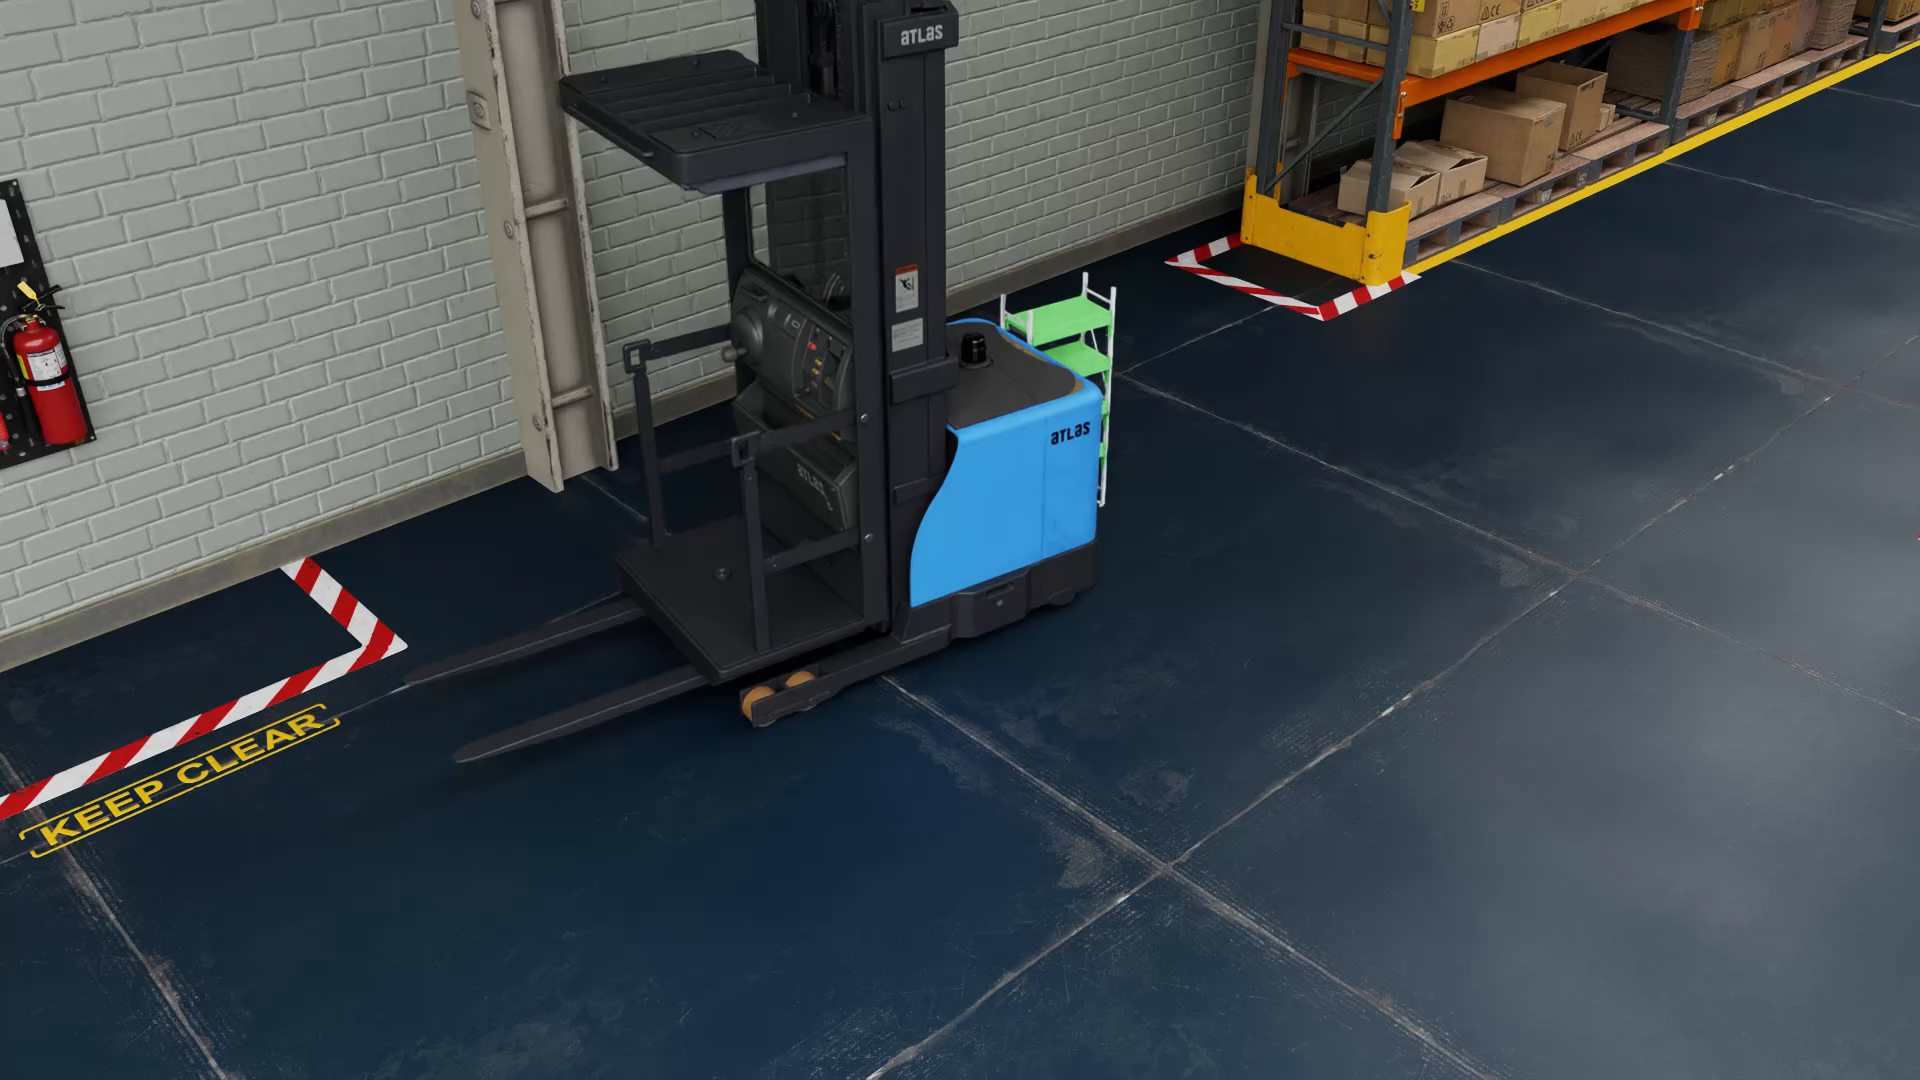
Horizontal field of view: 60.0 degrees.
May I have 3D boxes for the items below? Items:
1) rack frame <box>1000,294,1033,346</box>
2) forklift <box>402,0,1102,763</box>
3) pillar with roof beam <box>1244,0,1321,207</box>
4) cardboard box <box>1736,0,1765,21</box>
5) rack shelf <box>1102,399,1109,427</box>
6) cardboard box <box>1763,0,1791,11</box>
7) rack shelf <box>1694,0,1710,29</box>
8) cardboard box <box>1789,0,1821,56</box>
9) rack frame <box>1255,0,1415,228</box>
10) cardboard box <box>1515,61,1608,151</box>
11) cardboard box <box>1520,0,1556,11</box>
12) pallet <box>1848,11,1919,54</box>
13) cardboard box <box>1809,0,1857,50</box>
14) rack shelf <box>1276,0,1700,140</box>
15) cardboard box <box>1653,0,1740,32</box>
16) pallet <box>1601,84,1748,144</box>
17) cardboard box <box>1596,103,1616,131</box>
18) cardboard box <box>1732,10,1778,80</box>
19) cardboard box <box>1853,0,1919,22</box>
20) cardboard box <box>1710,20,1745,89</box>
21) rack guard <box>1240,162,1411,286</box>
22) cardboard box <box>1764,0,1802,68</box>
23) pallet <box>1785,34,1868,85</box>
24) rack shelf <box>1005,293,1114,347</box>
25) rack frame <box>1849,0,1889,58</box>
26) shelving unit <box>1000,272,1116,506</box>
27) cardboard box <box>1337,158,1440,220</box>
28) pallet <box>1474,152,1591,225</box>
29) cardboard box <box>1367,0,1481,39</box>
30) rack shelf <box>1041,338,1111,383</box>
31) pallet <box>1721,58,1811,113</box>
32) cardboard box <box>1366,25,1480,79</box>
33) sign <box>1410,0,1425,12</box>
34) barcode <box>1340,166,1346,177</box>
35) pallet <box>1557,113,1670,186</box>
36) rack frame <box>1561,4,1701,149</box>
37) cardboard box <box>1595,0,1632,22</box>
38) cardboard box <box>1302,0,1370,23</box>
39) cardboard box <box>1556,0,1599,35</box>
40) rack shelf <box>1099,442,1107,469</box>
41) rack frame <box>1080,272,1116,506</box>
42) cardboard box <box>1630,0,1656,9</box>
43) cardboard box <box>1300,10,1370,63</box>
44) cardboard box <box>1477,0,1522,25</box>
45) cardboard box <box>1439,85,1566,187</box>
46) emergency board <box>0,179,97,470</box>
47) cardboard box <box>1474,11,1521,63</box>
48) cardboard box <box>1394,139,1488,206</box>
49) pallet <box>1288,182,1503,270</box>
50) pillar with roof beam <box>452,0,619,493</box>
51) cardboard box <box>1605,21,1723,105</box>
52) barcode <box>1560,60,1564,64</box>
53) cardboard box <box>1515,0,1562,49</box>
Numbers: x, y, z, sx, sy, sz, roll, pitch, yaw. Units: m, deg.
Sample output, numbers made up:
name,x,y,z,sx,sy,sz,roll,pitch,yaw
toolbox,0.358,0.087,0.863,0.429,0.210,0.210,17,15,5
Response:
name,x,y,z,sx,sy,sz,roll,pitch,yaw
rack frame,0.264,-0.597,8.077,0.015,1.200,0.240,-19,36,-28
forklift,-0.868,-0.783,6.721,3.031,2.935,1.130,-19,36,-28
pillar with roof beam,5.262,-4.694,7.300,0.400,9.000,9.100,-26,40,-35
cardboard box,6.570,-4.673,14.273,0.500,0.250,0.500,-27,41,-37
rack shelf,0.467,-0.614,8.226,0.480,0.148,0.258,-19,36,-28
cardboard box,6.949,-4.843,14.551,0.500,0.250,0.500,-26,40,-36
rack shelf,6.809,-5.024,14.280,4.000,0.370,1.077,-26,40,-35
cardboard box,7.326,-4.748,15.113,0.500,0.500,0.700,-26,40,-36
rack frame,2.409,-3.202,10.612,0.127,3.000,1.000,-26,40,-35
cardboard box,4.609,-3.359,12.842,0.500,0.500,0.500,26,40,35
cardboard box,3.716,-3.873,11.115,0.500,0.500,0.500,-27,41,-37
pallet,8.905,-5.101,16.390,1.213,0.211,1.003,-26,40,-35
cardboard box,7.783,-4.886,15.339,0.500,0.500,0.700,-25,39,-35
rack shelf,3.876,-3.605,11.959,4.000,0.370,1.077,-26,40,-35
cardboard box,6.192,-4.487,13.968,0.500,0.250,0.500,-27,40,-36
pallet,5.912,-3.708,14.112,1.213,0.211,1.003,-26,40,-35
cardboard box,4.971,-3.399,13.227,0.380,0.166,0.250,23,38,33
cardboard box,6.617,-4.378,14.508,0.500,0.500,0.700,-25,40,-35
cardboard box,8.904,-5.513,16.048,0.750,0.750,0.750,-26,40,-36
cardboard box,6.216,-4.212,14.238,0.500,0.500,0.700,-27,40,-36
rack guard,2.465,-2.163,11.308,0.348,0.500,1.175,-26,40,-35
cardboard box,6.981,-4.560,14.807,0.500,0.500,0.700,-26,40,-36
pallet,7.702,-4.574,15.527,1.213,0.211,1.003,-26,40,-35
rack shelf,0.467,-1.023,7.975,0.480,0.148,0.258,-19,36,-28
rack frame,8.276,-6.040,15.252,0.127,3.000,1.000,-26,40,-35
shelving unit,0.467,-0.668,8.192,0.503,1.200,0.258,-19,36,-28
cardboard box,2.978,-2.454,11.543,0.500,0.311,0.500,24,39,34
pallet,3.979,-2.745,12.536,1.213,0.211,1.003,-26,40,-35
cardboard box,2.964,-3.521,10.539,0.500,0.500,0.500,-26,40,-35
rack shelf,0.467,-0.818,8.100,0.480,0.148,0.258,-19,36,-28
pallet,6.807,-4.143,14.823,1.213,0.211,1.003,-26,40,-35
cardboard box,2.983,-3.198,10.730,0.500,0.250,0.500,-27,41,-37
sign,2.778,-3.364,10.046,0.005,0.325,0.100,-26,40,-35
barcode,2.719,-2.617,11.802,0.075,0.075,0.001,-26,40,-35
pallet,4.874,-3.180,13.248,1.213,0.211,1.003,-26,40,-35
rack frame,5.342,-4.621,12.932,0.127,3.000,1.000,-26,40,-35
cardboard box,4.472,-3.924,11.916,0.500,0.250,0.500,-26,40,-36
cardboard box,2.610,-3.715,10.856,0.500,0.500,0.500,-26,40,-36
cardboard box,4.104,-3.745,11.624,0.500,0.250,0.500,-25,40,-35
rack shelf,0.467,-0.409,8.351,0.480,0.148,0.258,-19,36,-28
rack frame,0.670,-0.739,8.308,0.015,1.200,0.240,-19,36,-28
cardboard box,4.830,-4.108,12.217,0.500,0.250,0.500,-26,40,-35
cardboard box,2.620,-3.387,11.038,0.500,0.250,0.500,-25,39,-35
cardboard box,3.333,-3.693,10.819,0.500,0.500,0.500,-26,40,-35
cardboard box,3.968,-2.978,12.219,0.700,0.500,0.500,26,40,36
emergency board,-3.903,-0.791,6.669,0.643,1.169,0.194,-26,40,-35
cardboard box,3.354,-3.388,11.040,0.500,0.250,0.500,-27,41,-37
cardboard box,3.396,-2.656,11.874,0.500,0.311,0.500,-22,38,-32
pallet,3.085,-2.314,11.832,1.213,0.211,1.003,-26,40,-35
pillar with roof beam,0.862,-2.566,3.820,0.400,9.000,9.100,-26,40,-35
cardboard box,5.871,-4.010,13.906,0.500,0.500,0.700,-24,39,-34
barcode,4.783,-3.779,13.223,0.075,0.075,0.001,-26,40,-35
cardboard box,3.732,-3.566,11.332,0.500,0.250,0.500,-27,40,-36
